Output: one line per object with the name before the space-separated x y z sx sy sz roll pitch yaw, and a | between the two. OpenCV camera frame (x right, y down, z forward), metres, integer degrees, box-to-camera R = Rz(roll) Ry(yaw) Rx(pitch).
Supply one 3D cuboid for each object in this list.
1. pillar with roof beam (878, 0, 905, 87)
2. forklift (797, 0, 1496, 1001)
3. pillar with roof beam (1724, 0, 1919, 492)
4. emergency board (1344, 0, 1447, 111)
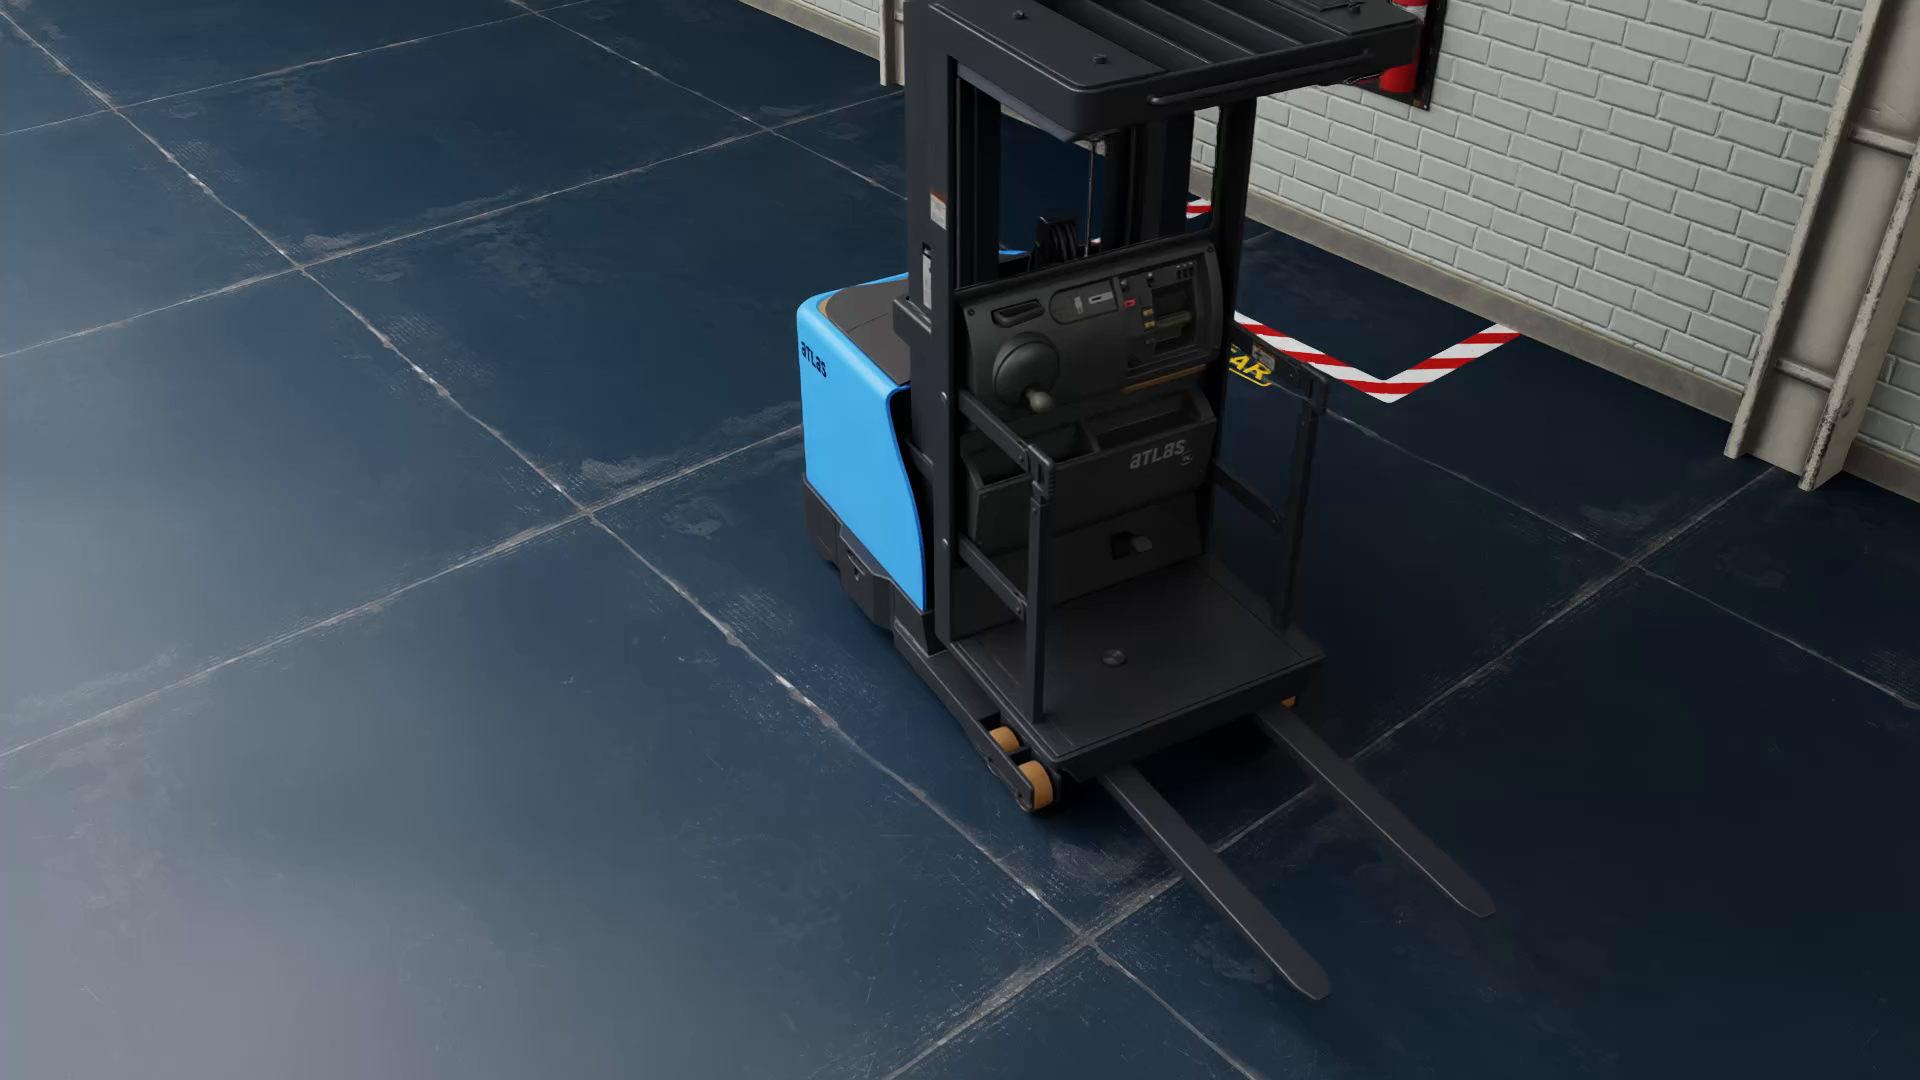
pillar with roof beam | -3.574 -5.062 6.112 9.100 9.000 0.400 -26 43 -32
forklift | 0.535 -0.604 5.067 1.130 2.935 3.031 -18 39 -23
pillar with roof beam | 0.298 -2.413 2.372 9.100 9.000 0.400 -26 43 -32
emergency board | 2.021 -2.676 7.933 0.194 1.169 0.643 -26 43 -32
